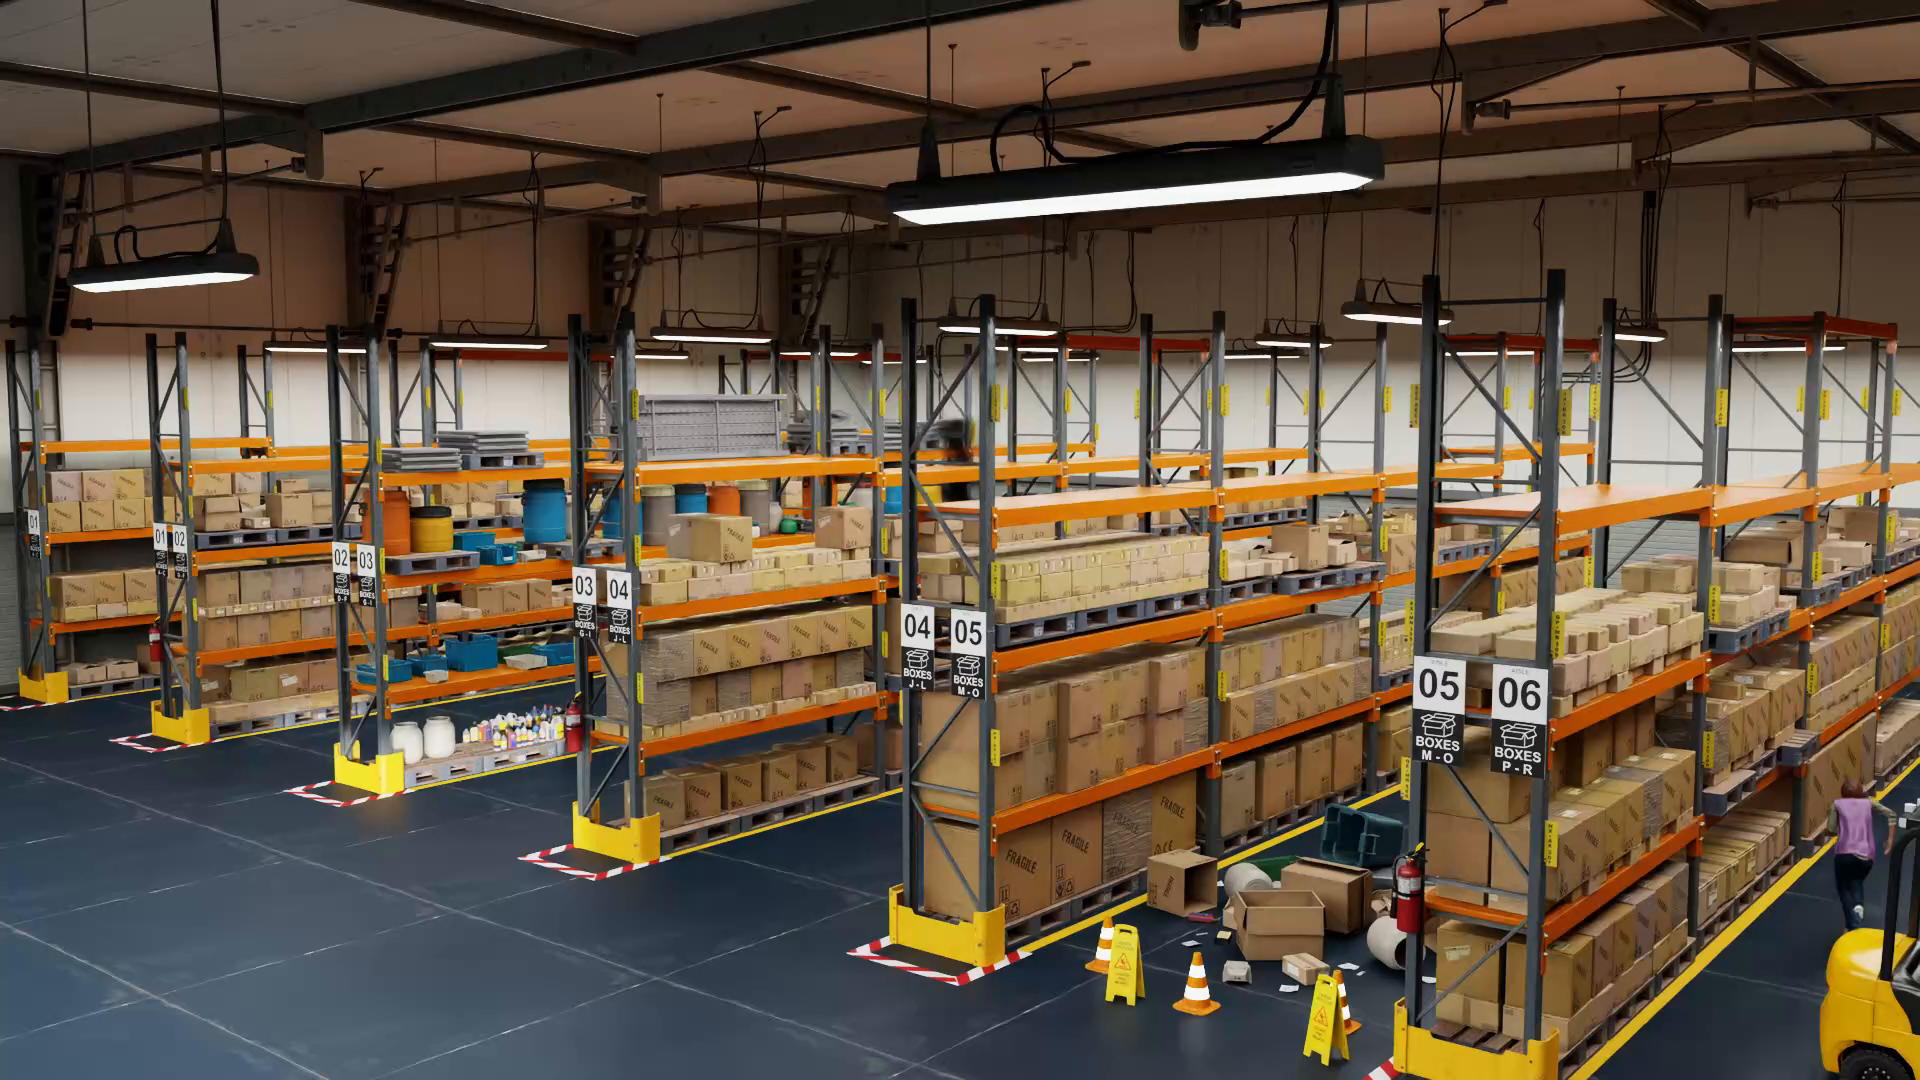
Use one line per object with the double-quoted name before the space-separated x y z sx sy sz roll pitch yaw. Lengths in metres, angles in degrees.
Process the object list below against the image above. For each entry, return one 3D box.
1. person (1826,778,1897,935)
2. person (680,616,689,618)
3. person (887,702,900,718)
"person" 8.577 3.027 15.851 0.575 1.433 0.803 2 6 22
"person" -4.394 1.857 27.857 0.707 1.642 0.897 1 5 13
"person" -1.059 2.068 24.973 0.535 1.742 0.860 4 7 38
